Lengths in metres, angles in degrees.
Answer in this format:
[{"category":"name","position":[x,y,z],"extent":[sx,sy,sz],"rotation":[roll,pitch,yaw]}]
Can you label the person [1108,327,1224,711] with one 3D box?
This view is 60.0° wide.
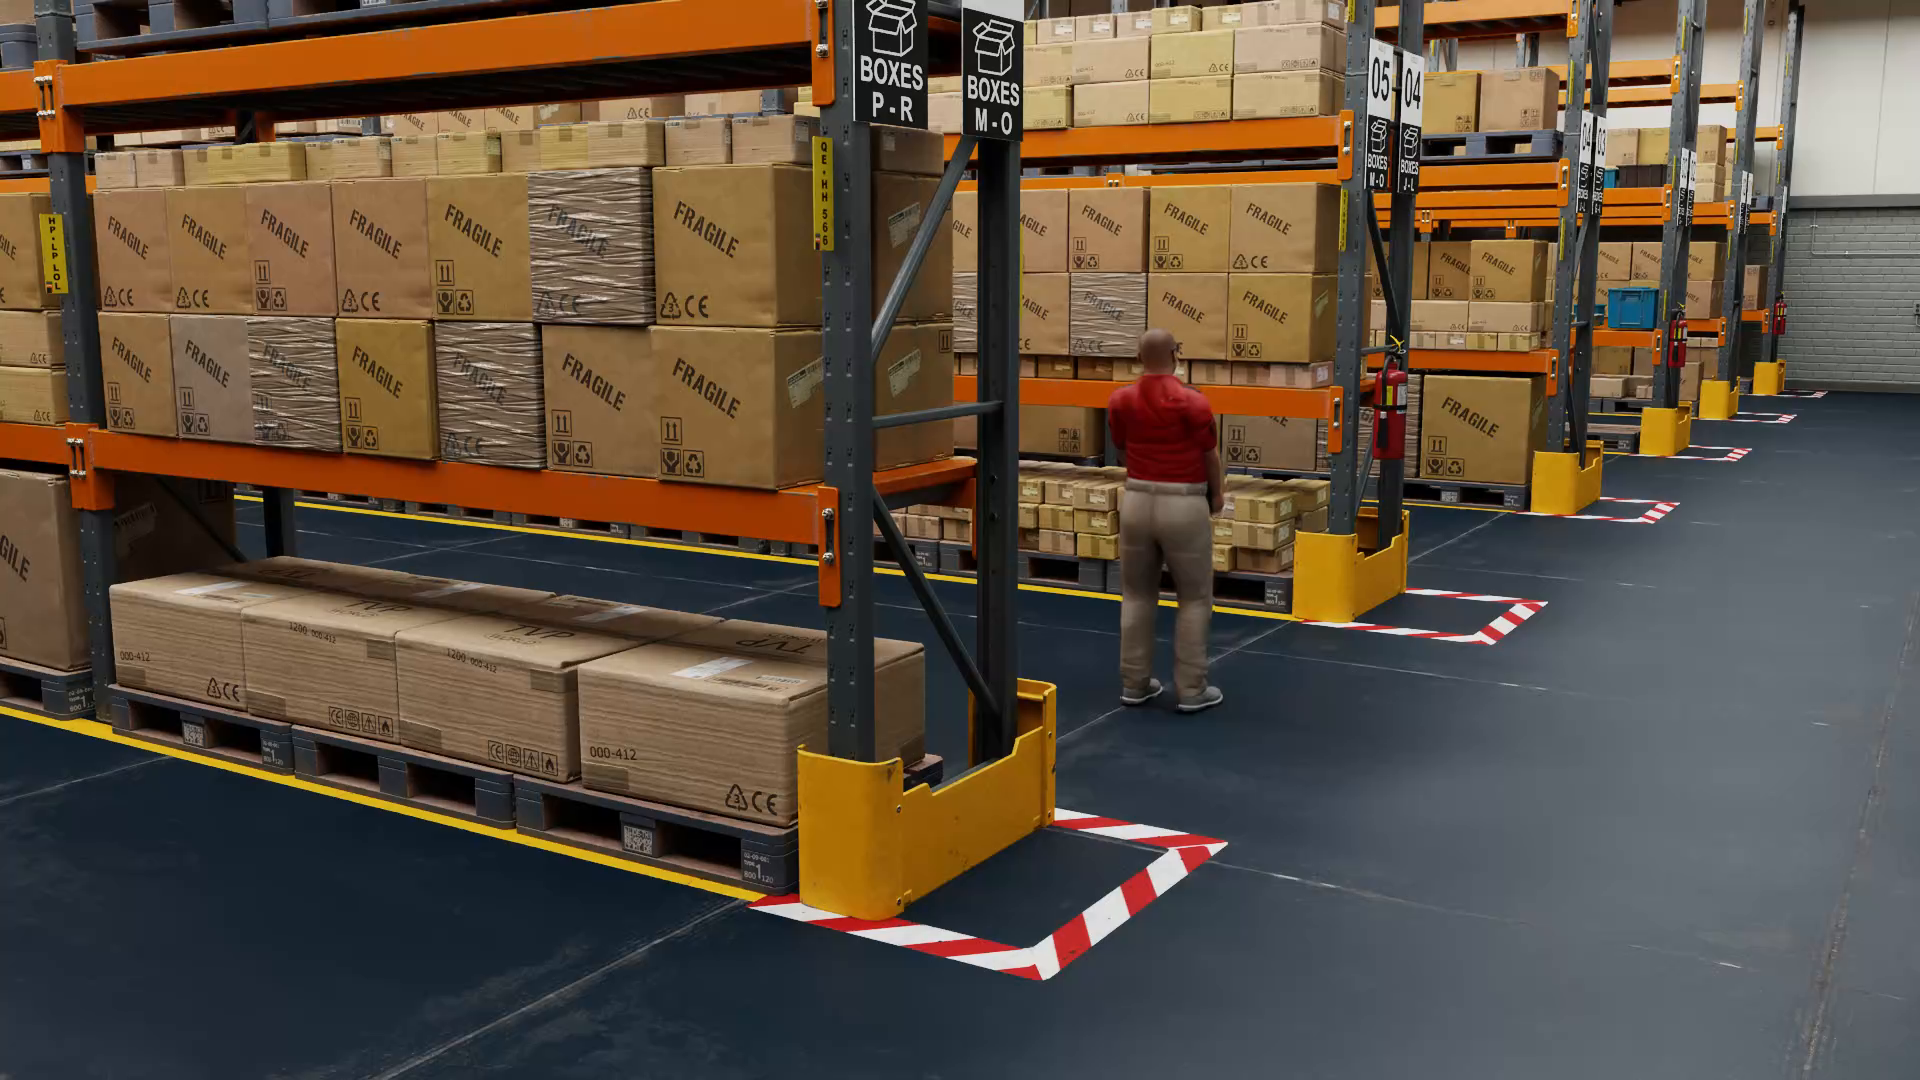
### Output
[{"category":"person","position":[0.958,-0.108,7.586],"extent":[0.503,1.725,0.525],"rotation":[6,11,31]}]
